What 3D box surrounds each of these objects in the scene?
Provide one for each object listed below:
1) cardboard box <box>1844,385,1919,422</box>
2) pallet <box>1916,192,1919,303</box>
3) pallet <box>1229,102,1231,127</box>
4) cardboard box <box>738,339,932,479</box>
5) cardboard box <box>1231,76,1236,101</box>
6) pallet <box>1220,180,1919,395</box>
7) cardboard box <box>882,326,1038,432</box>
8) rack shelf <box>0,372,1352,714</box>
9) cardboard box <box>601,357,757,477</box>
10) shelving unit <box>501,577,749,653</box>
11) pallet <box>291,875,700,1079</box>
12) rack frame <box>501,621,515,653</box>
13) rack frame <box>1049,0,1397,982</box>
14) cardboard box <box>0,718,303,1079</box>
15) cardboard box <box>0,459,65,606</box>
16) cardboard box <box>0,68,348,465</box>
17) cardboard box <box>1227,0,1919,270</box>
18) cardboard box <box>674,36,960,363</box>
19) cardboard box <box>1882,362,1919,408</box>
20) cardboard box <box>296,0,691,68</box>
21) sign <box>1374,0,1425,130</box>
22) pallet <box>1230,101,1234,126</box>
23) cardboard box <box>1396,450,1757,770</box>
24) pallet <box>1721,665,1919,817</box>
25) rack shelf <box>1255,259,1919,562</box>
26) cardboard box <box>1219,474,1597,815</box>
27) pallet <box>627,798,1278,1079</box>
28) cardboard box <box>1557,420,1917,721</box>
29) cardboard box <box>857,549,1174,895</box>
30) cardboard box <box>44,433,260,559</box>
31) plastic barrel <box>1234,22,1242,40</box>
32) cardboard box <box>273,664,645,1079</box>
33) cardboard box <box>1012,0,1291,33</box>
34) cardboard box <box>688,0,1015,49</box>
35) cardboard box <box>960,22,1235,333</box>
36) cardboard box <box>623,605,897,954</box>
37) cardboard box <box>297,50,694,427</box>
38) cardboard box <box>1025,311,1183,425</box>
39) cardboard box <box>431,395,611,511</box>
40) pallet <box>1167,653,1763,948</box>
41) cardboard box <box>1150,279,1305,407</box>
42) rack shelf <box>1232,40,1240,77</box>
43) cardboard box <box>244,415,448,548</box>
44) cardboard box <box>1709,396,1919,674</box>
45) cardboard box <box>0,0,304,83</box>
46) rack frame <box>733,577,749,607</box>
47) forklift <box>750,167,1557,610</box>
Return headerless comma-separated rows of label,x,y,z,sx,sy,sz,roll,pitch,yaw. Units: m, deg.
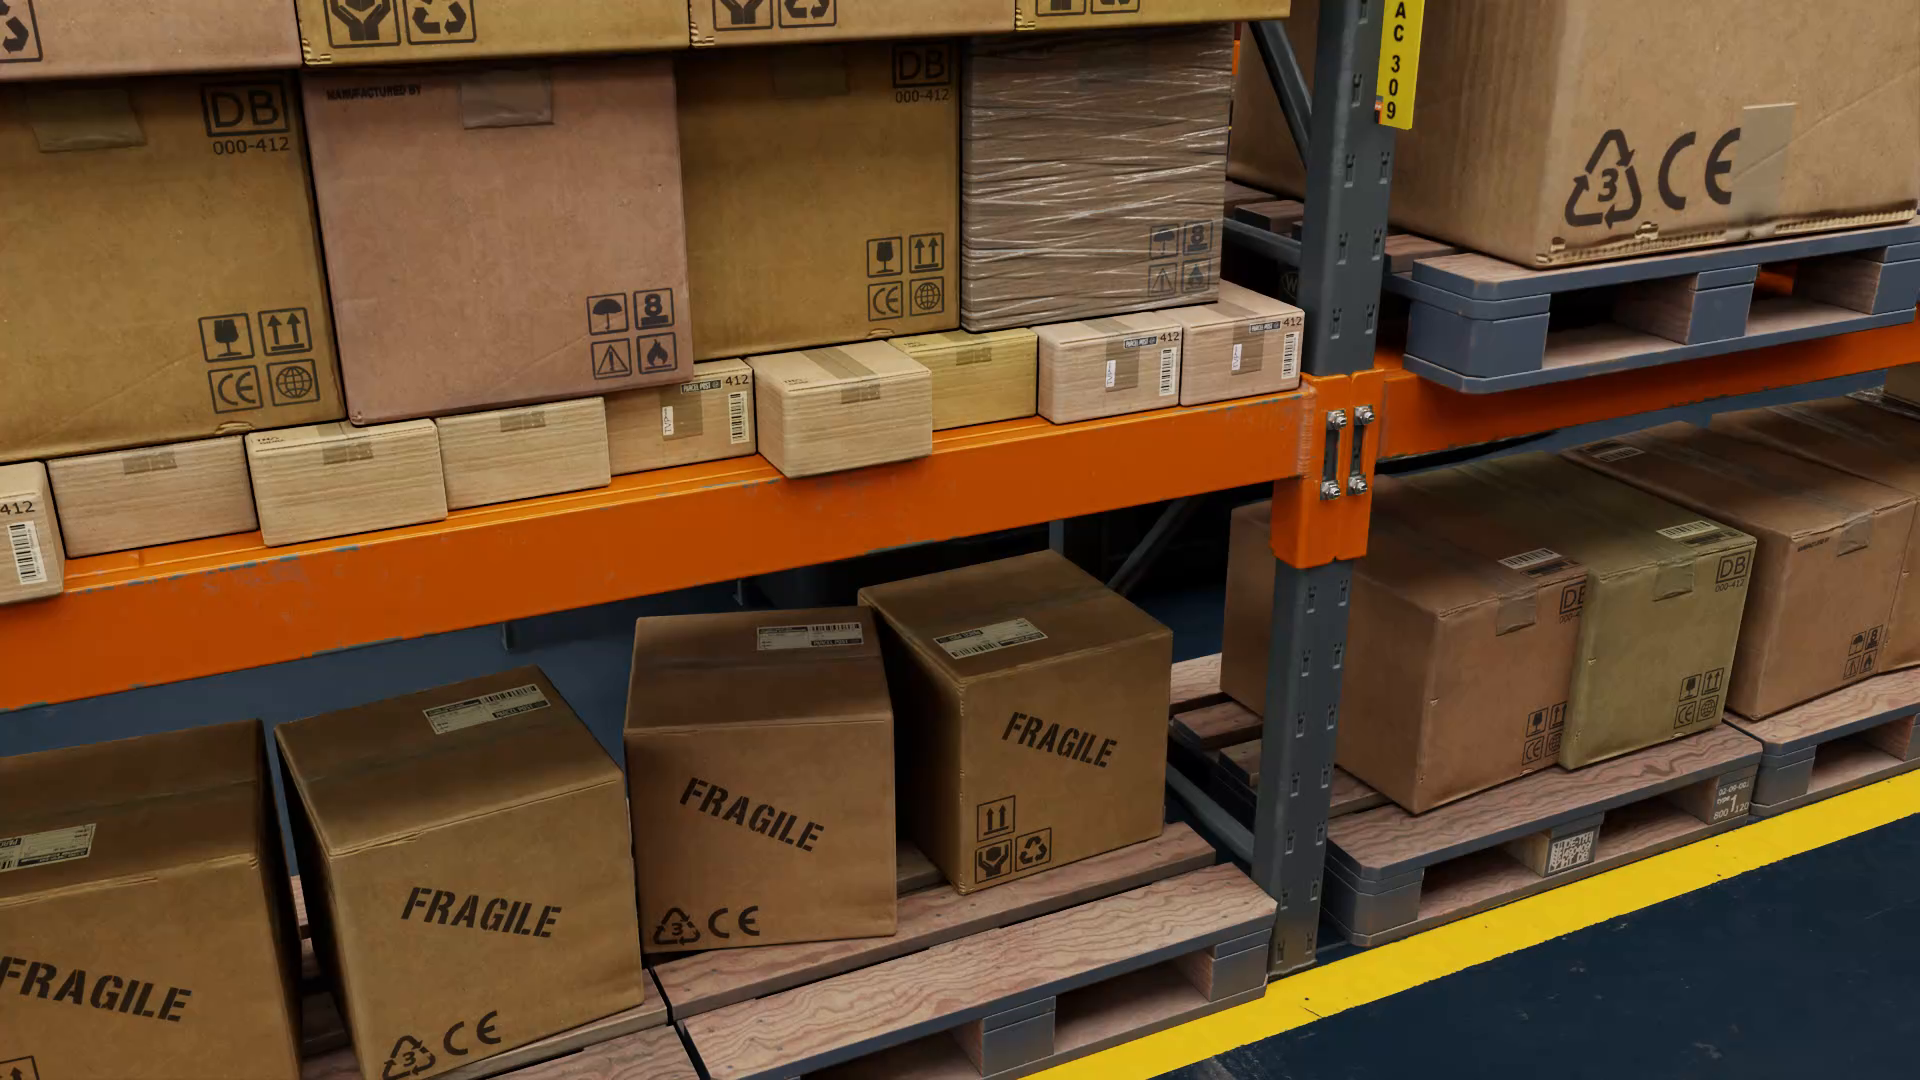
cardboard box,3.002,-0.135,4.846,0.500,0.500,0.700,-13,26,-28
pallet,2.326,-0.870,4.180,1.213,0.211,1.003,-10,25,-24
pallet,1.585,-3.738,14.506,1.213,0.211,1.003,-10,25,-24
cardboard box,-0.237,-0.245,2.749,0.250,0.149,0.380,-10,25,-24
cardboard box,2.181,-4.084,14.388,0.500,0.500,0.500,-10,25,-23
pallet,1.239,-0.625,3.589,1.213,0.211,1.003,-10,25,-24
cardboard box,-0.060,-0.325,2.942,0.250,0.149,0.380,-10,25,-24
rack shelf,-1.315,0.027,2.703,4.000,0.370,1.077,-10,25,-24
cardboard box,-0.519,-0.249,2.759,0.250,0.149,0.380,-10,25,-24
shelving unit,-1.094,-0.490,4.969,0.755,1.500,0.431,-11,25,-24
pallet,-1.203,0.979,3.110,1.213,0.211,1.003,-10,25,-24
rack frame,-1.423,-0.427,4.821,0.023,1.500,0.400,-11,25,-24
rack frame,0.487,-0.637,3.367,0.127,3.000,1.000,-10,25,-24
cardboard box,-1.451,0.681,2.902,0.500,0.500,0.500,-8,24,-19
cardboard box,-1.363,-0.038,2.249,0.250,0.149,0.380,-10,25,-24
cardboard box,-1.286,-0.510,2.541,0.500,0.500,0.875,-10,25,-24
cardboard box,1.264,-1.192,3.374,1.000,1.000,1.000,-10,25,-23
cardboard box,-0.411,-0.697,2.991,0.500,0.500,0.875,-10,25,-24
cardboard box,3.027,-0.482,4.706,0.500,0.250,0.500,-8,24,-18
cardboard box,-0.700,-0.947,2.290,0.500,0.500,0.500,-10,25,-24
sign,0.730,-0.851,2.753,0.005,0.325,0.100,-10,25,-24
pallet,2.686,-3.942,14.998,1.213,0.211,1.003,-10,25,-24
cardboard box,1.488,0.147,4.165,0.500,0.500,0.700,-11,25,-24
pallet,2.289,0.318,4.706,1.213,0.211,1.003,-10,25,-24
rack shelf,2.289,-0.637,4.306,4.000,0.370,1.077,-10,25,-24
cardboard box,1.050,0.220,3.989,0.500,0.500,0.700,-13,26,-28
pallet,-0.102,0.775,3.602,1.213,0.211,1.003,-10,25,-24
cardboard box,1.992,0.055,4.389,0.500,0.500,0.700,-13,26,-28
cardboard box,0.110,0.376,3.638,0.500,0.500,0.500,-11,25,-25
cardboard box,-1.195,-0.125,2.459,0.250,0.149,0.380,-10,25,-24
plastic barrel,1.657,-2.889,8.630,0.708,0.536,0.600,-10,25,-24
cardboard box,-0.929,0.604,3.088,0.500,0.500,0.500,-13,26,-28
cardboard box,0.201,-1.113,2.691,0.500,0.500,0.500,-10,25,-24
cardboard box,-0.249,-1.030,2.489,0.500,0.500,0.500,-10,25,-24
cardboard box,0.055,-0.767,3.162,0.500,0.500,0.875,-10,25,-24
cardboard box,-0.403,0.474,3.402,0.500,0.500,0.500,-3,23,-7
cardboard box,-0.818,-0.579,2.707,0.500,0.500,0.875,-10,25,-24
cardboard box,0.192,-0.346,2.992,0.250,0.149,0.380,-10,25,-24
cardboard box,-0.727,-0.194,2.625,0.250,0.149,0.380,-10,25,-24
pallet,1.188,0.522,4.214,1.213,0.211,1.003,-10,25,-24
cardboard box,0.421,-0.384,3.084,0.250,0.149,0.380,-10,25,-24
rack shelf,0.141,-2.343,8.430,4.000,0.370,1.077,-10,25,-24
cardboard box,-0.937,-0.140,2.496,0.250,0.149,0.380,-10,25,-24
cardboard box,2.494,-0.038,4.613,0.500,0.500,0.700,-8,24,-19
cardboard box,-1.152,-0.866,2.092,0.500,0.500,0.500,-10,25,-24
rack frame,-0.765,-0.552,5.117,0.023,1.500,0.400,-11,25,-24
forklift,0.700,-1.420,5.347,3.031,2.935,1.130,-10,25,-23
